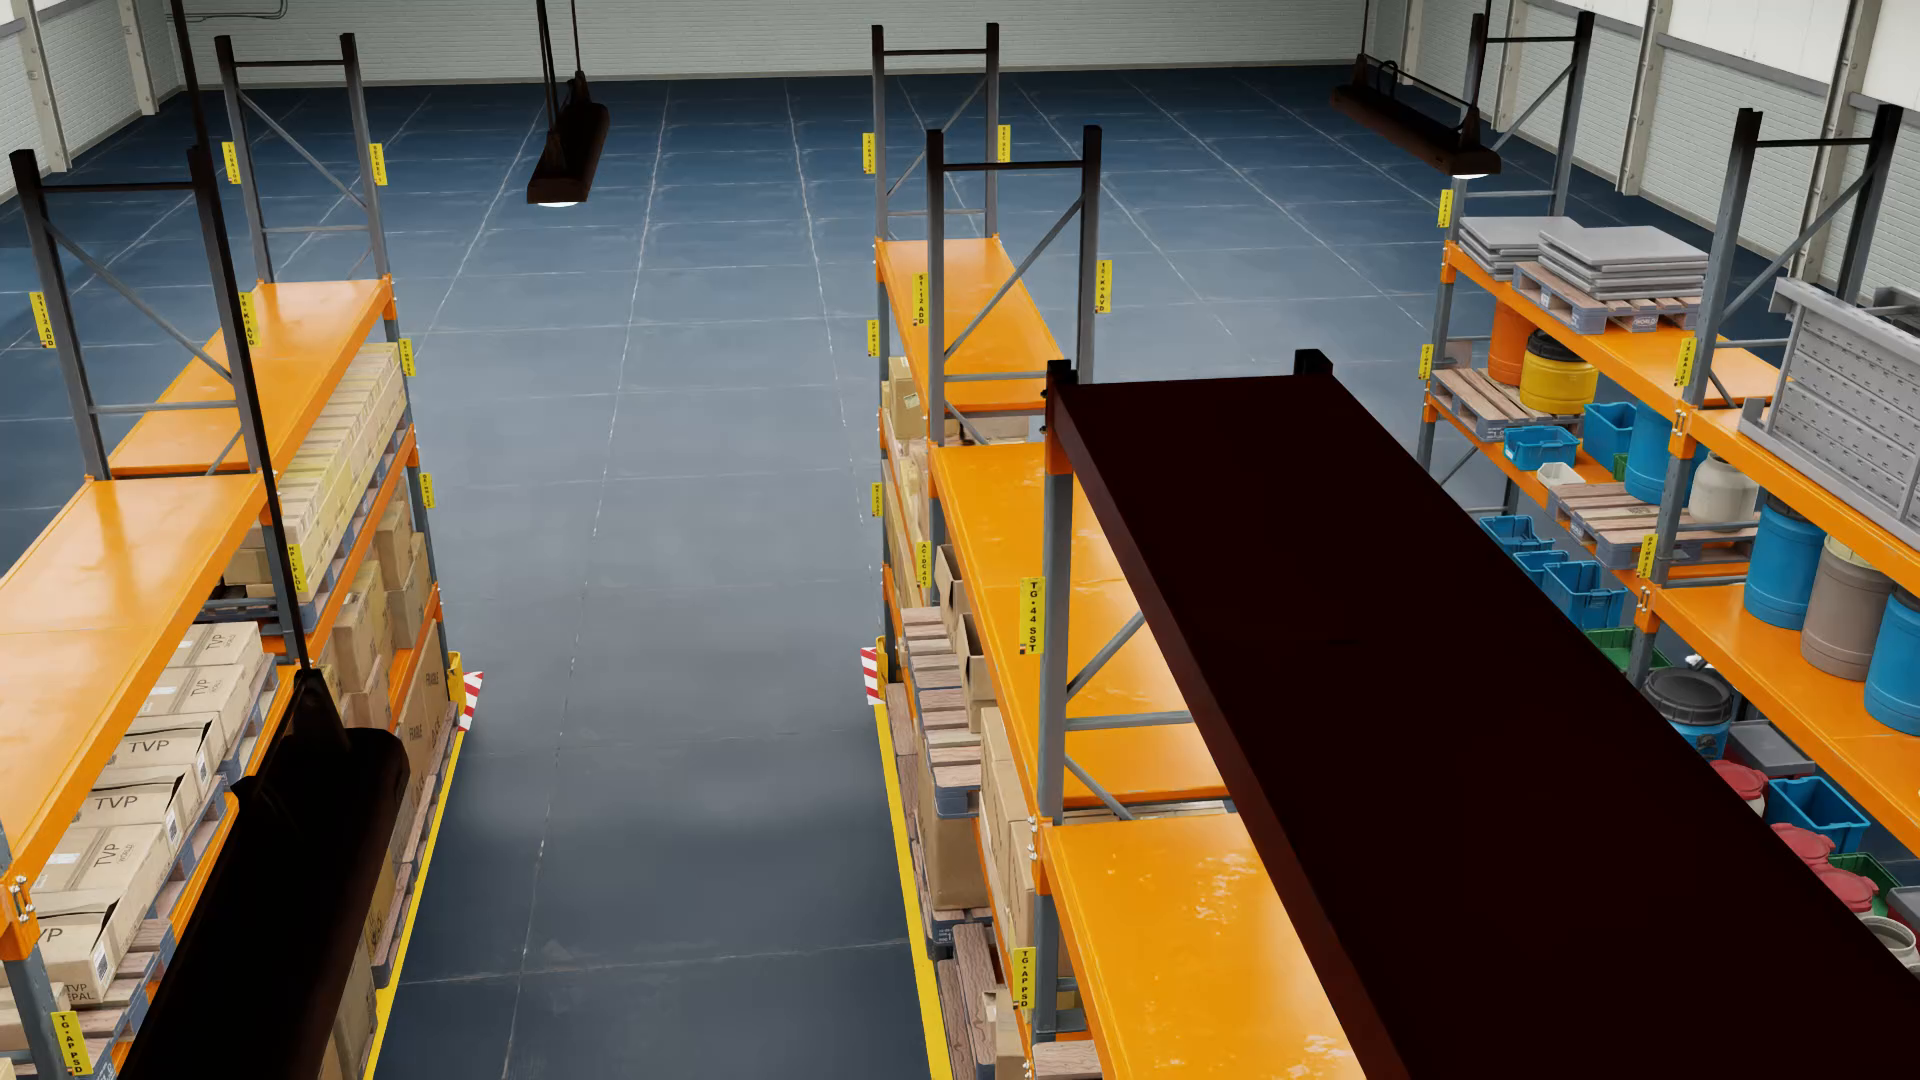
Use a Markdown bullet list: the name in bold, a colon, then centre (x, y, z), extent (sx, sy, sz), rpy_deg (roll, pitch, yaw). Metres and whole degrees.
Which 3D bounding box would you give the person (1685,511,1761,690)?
- **person**: centre (7.215, 0.556, 15.322), extent (0.672, 1.796, 0.950), rpy_deg (-20, 32, -36)
